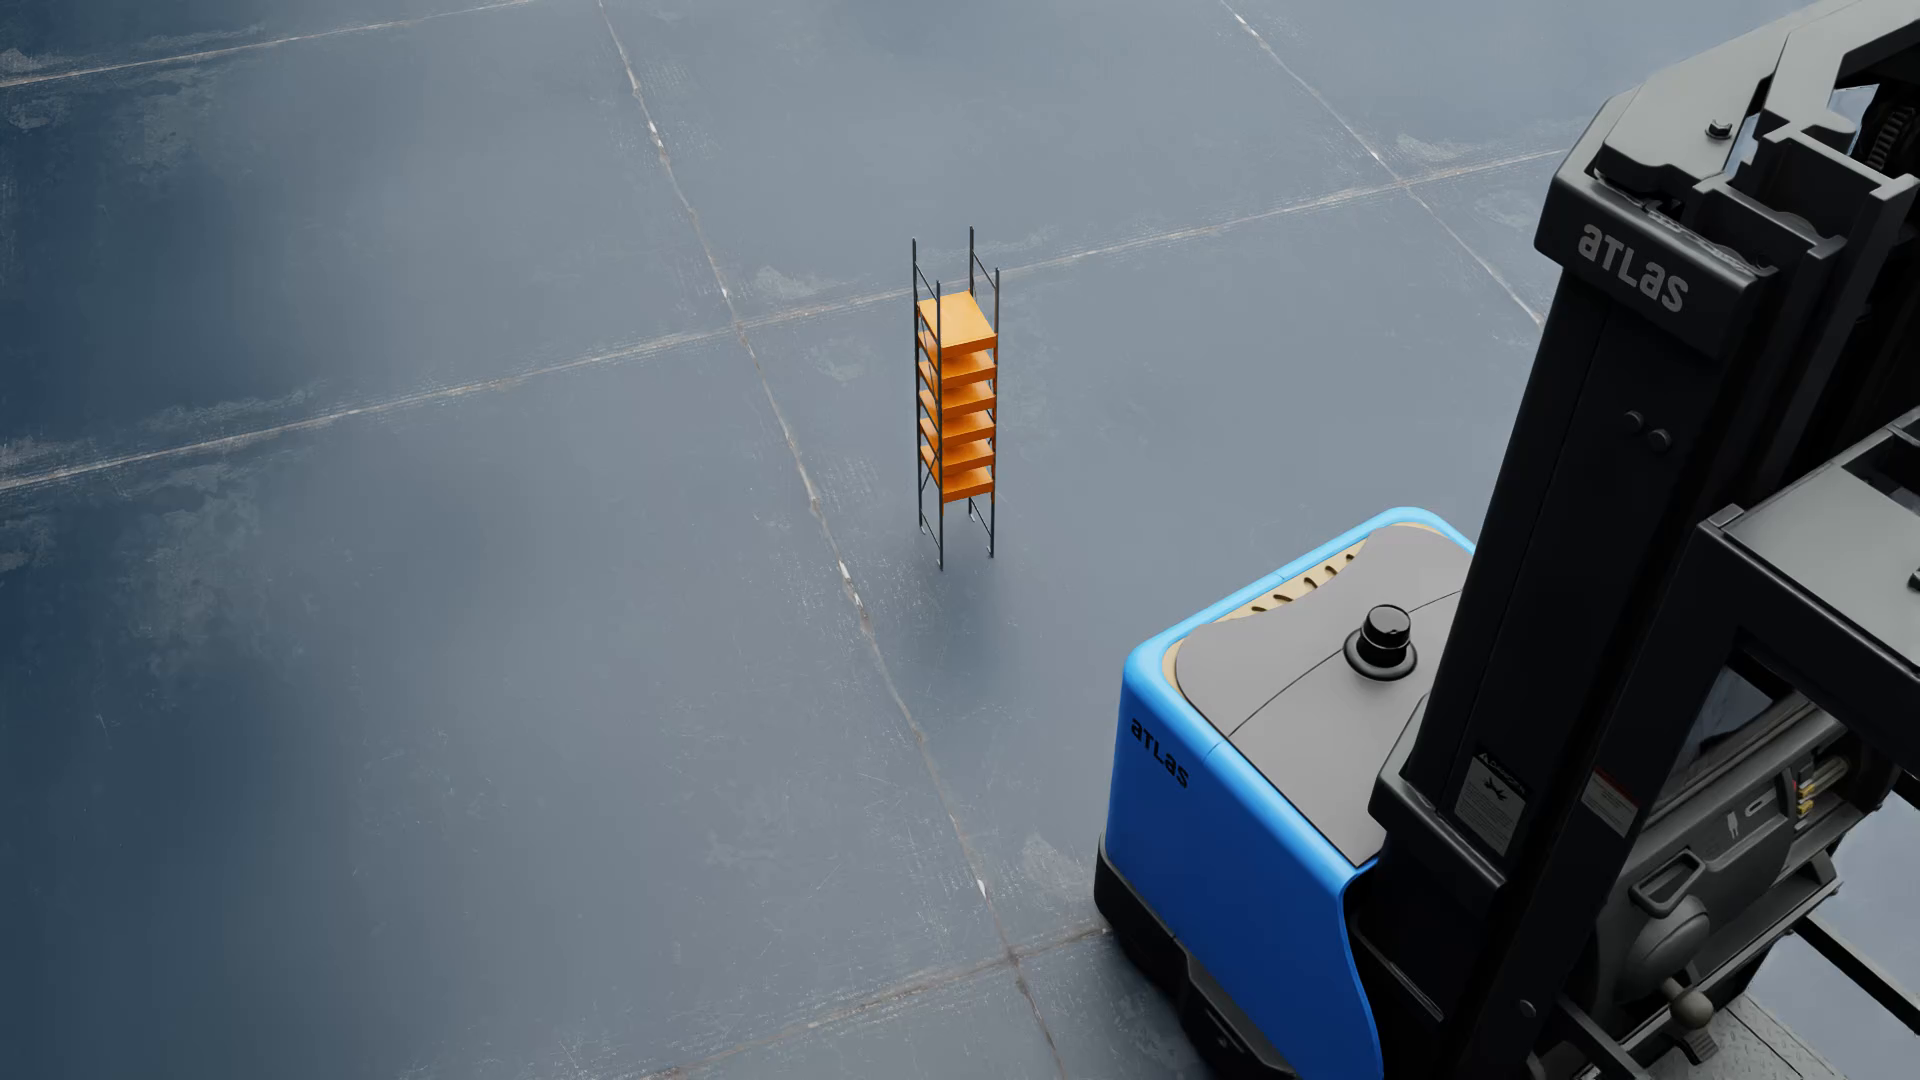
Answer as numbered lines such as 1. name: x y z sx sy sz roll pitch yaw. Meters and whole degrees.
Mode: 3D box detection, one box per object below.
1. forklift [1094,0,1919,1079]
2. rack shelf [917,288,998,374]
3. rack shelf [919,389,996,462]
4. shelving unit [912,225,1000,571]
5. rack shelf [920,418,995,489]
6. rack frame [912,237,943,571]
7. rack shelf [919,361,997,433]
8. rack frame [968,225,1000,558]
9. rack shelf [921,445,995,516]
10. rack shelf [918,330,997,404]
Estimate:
1. forklift: 1.620 0.666 3.016 1.130 2.935 3.031 -26 51 -23
2. rack shelf: -0.014 -0.643 5.098 0.180 0.103 0.258 -14 47 -14
3. rack shelf: -0.014 -0.389 5.353 0.180 0.103 0.258 -14 47 -14
4. shelving unit: -0.014 -0.420 5.322 0.189 1.200 0.258 -14 47 -14
5. rack shelf: -0.014 -0.304 5.438 0.180 0.103 0.258 -14 47 -14
6. rack frame: -0.100 -0.398 5.300 0.006 1.200 0.240 -14 47 -14
7. rack shelf: -0.014 -0.473 5.268 0.180 0.103 0.258 -14 47 -14
8. rack frame: 0.072 -0.442 5.343 0.006 1.200 0.240 -14 47 -14
9. rack shelf: -0.014 -0.219 5.523 0.180 0.103 0.258 -14 47 -14
10. rack shelf: -0.014 -0.558 5.183 0.180 0.103 0.258 -14 47 -14
